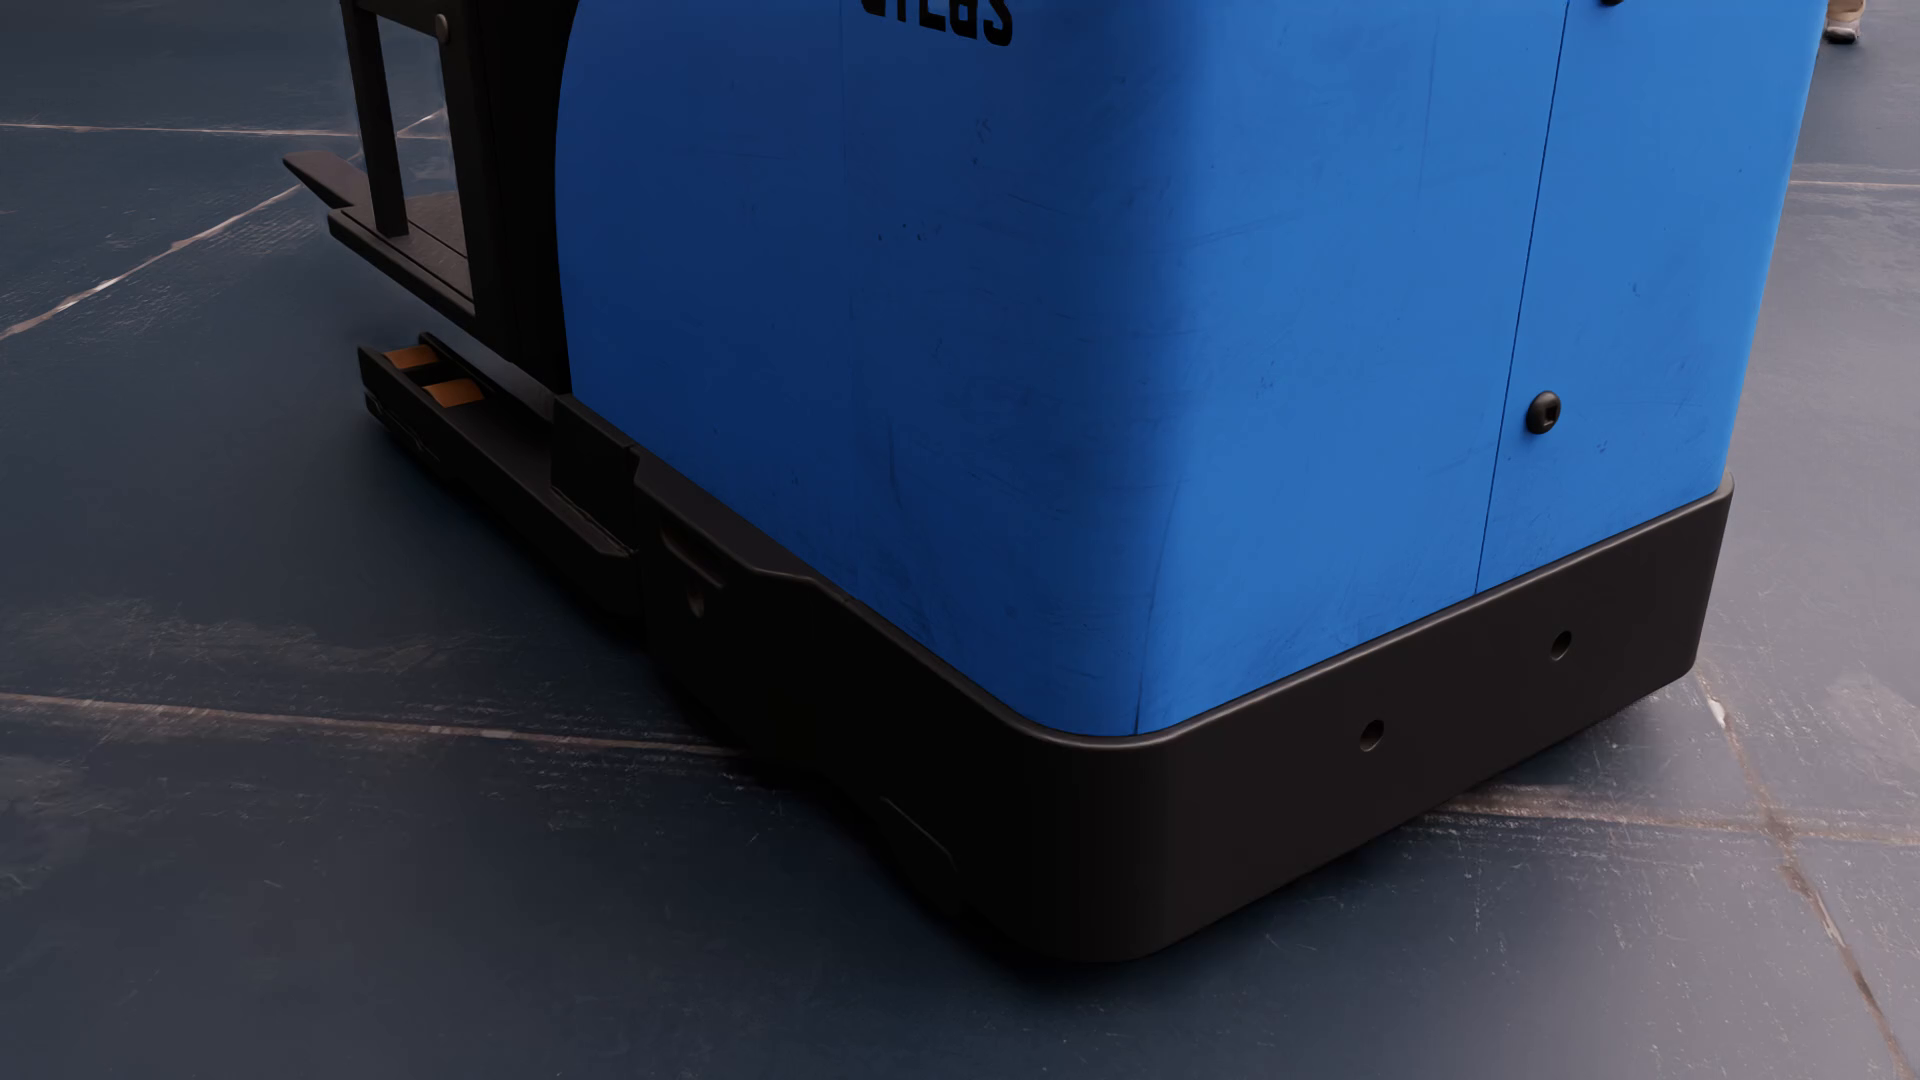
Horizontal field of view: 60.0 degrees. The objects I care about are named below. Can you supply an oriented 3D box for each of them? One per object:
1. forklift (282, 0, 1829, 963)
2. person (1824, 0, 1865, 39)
[{"bbox_3d":[-0.359,-1.518,2.260,1.130,2.935,3.031,-18,32,-32],"label":"forklift"},{"bbox_3d":[3.189,-2.605,5.872,1.009,1.744,0.659,9,28,17],"label":"person"}]
